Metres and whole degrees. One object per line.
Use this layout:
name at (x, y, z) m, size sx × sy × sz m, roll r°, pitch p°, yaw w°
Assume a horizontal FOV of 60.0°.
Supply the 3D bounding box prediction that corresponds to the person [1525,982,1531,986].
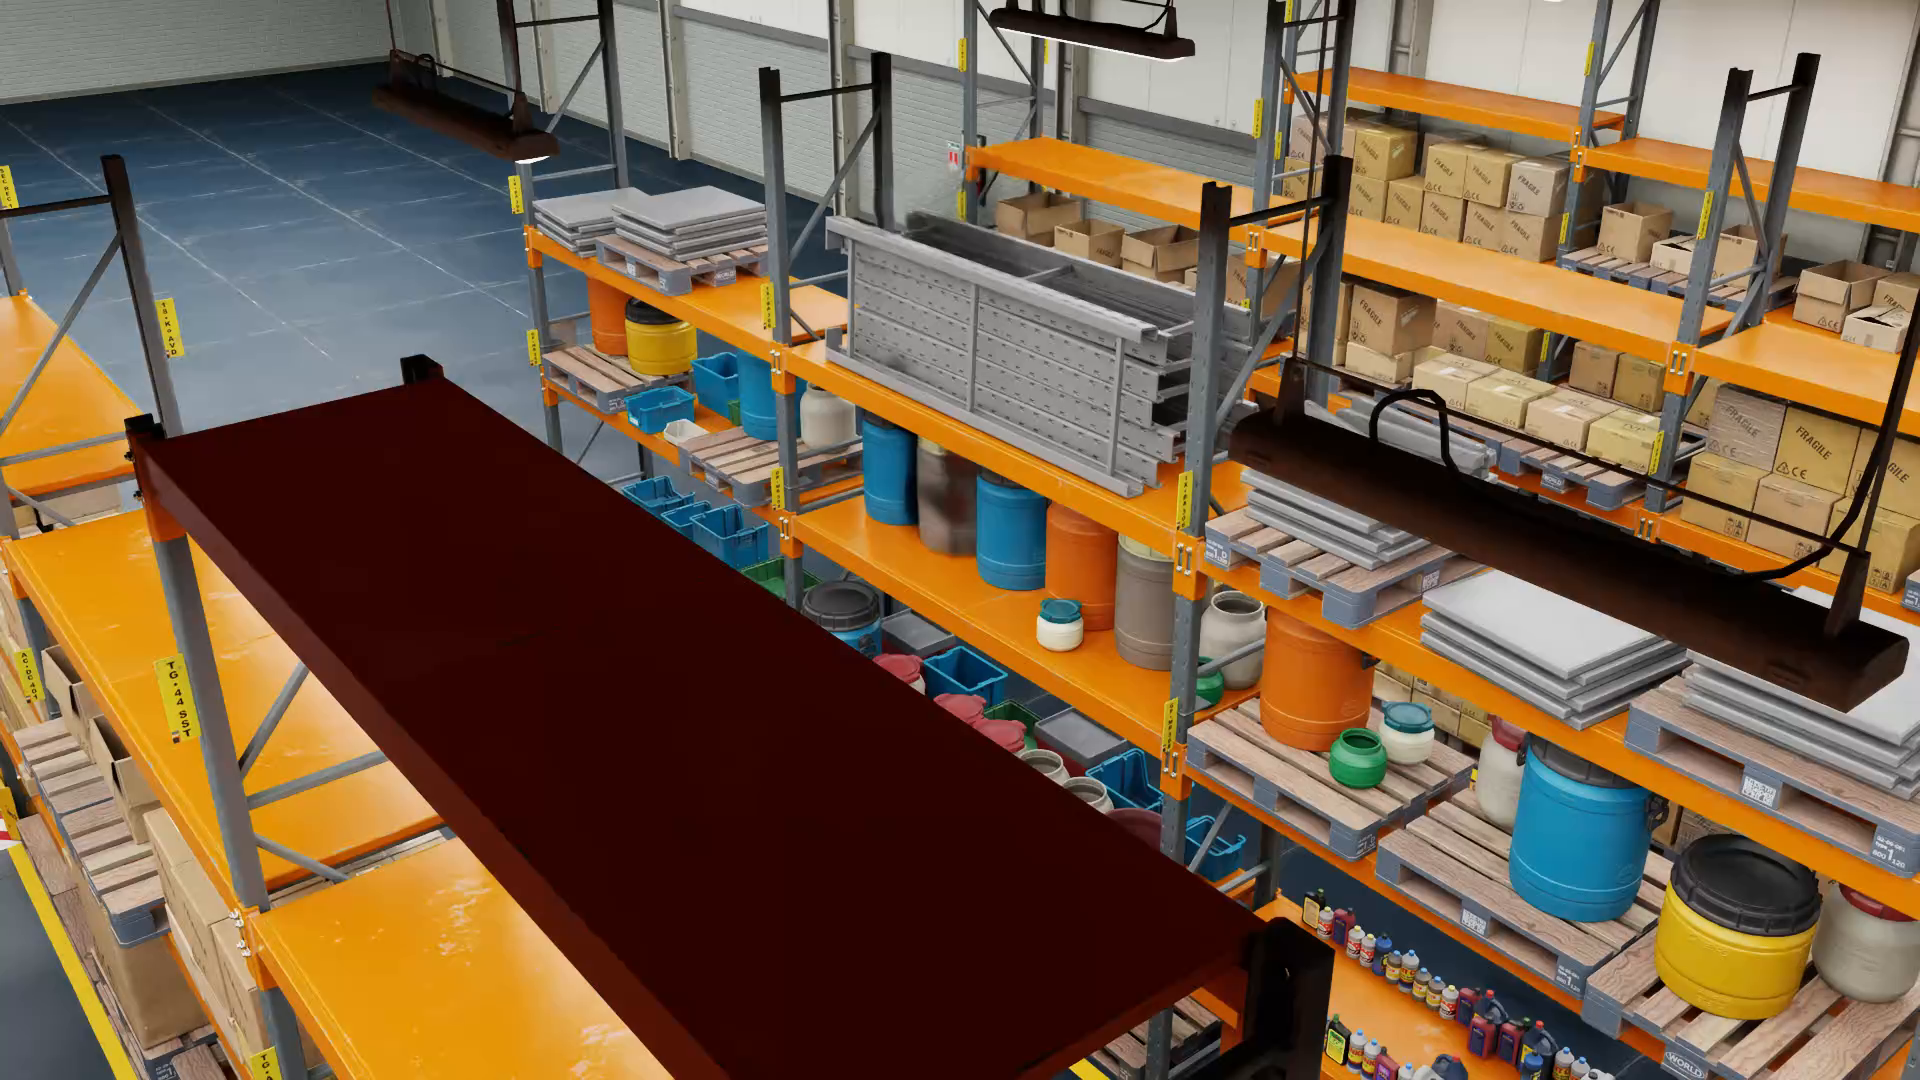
person at (3.822, 2.269, 11.443) m, size 0.774 × 1.597 × 0.621 m, roll 21°, pitch 33°, yaw 36°
